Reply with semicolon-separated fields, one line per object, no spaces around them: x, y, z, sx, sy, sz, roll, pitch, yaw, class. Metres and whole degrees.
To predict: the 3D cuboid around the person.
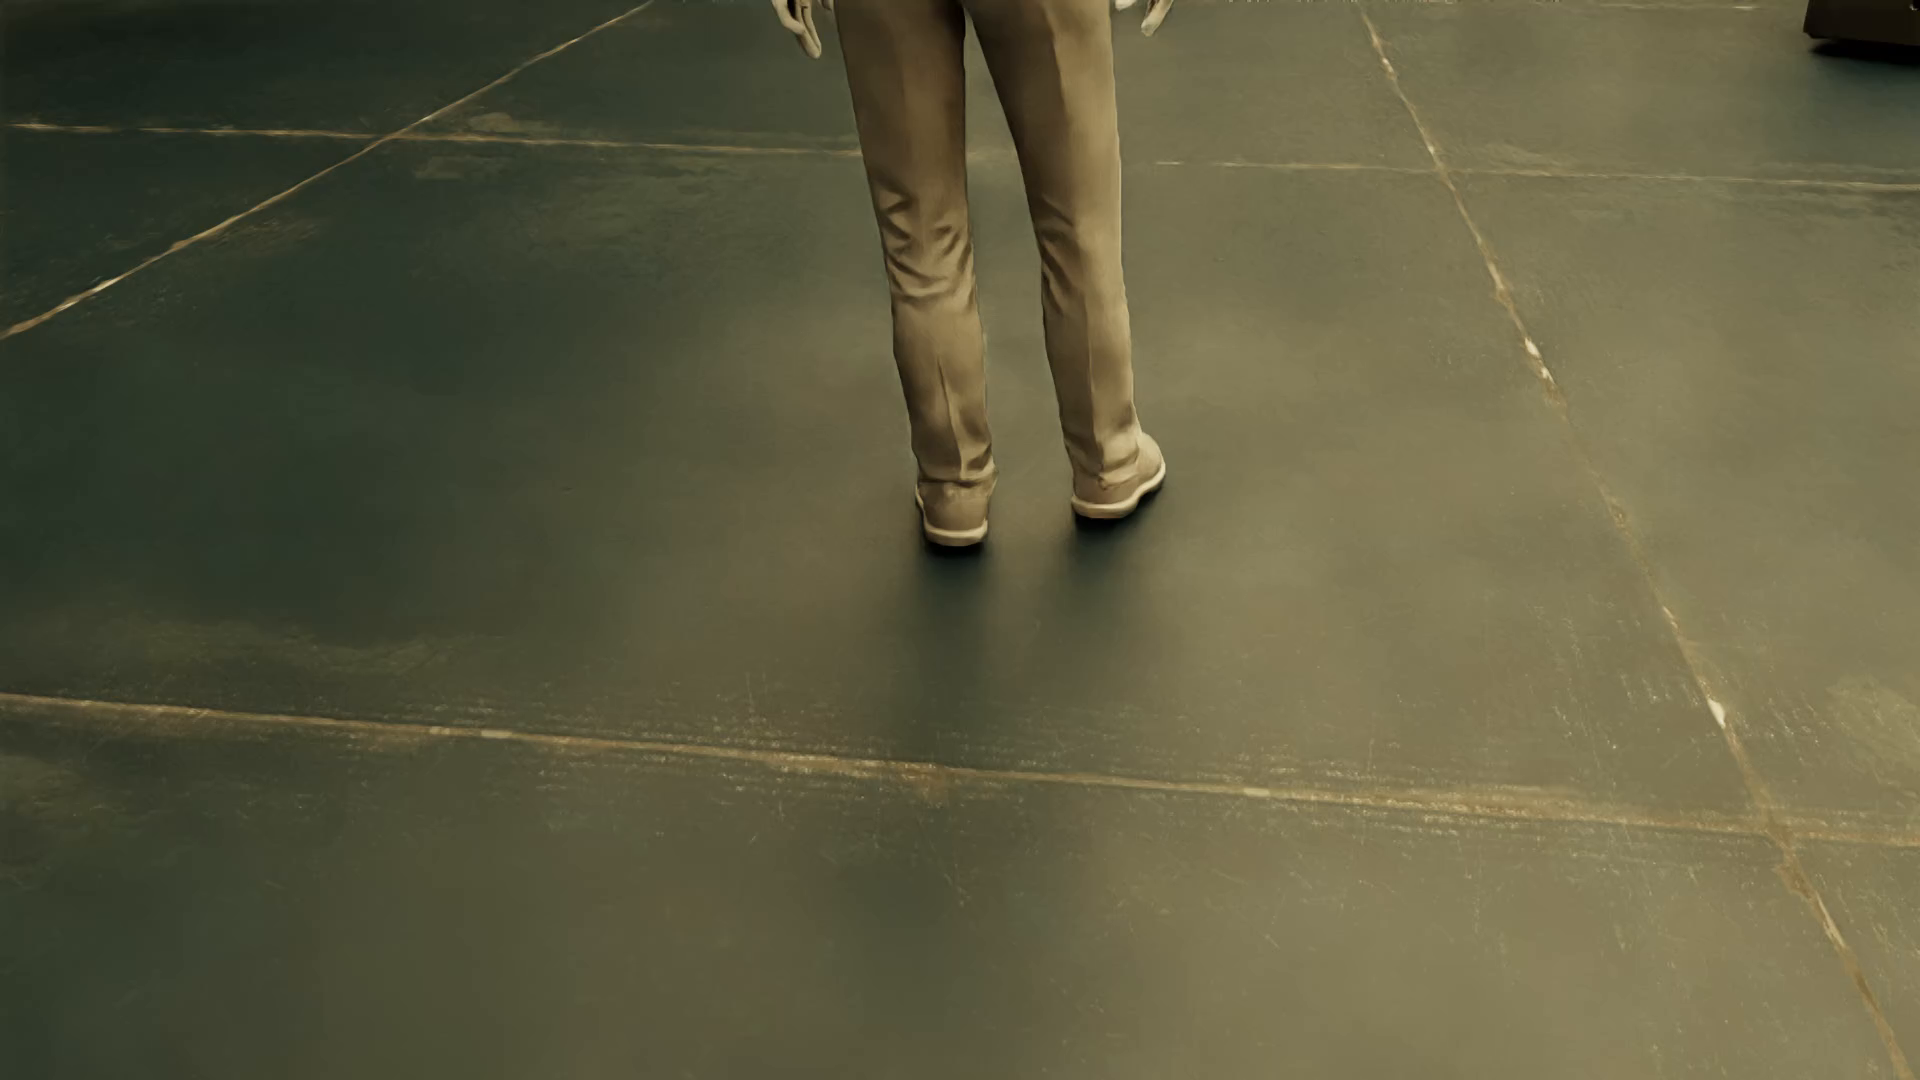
0.016;-0.794;2.178;0.586;1.695;0.532;3;27;7;person

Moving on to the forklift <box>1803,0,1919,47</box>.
4.434;-3.419;6.070;1.130;2.935;3.031;23;34;38;forklift
